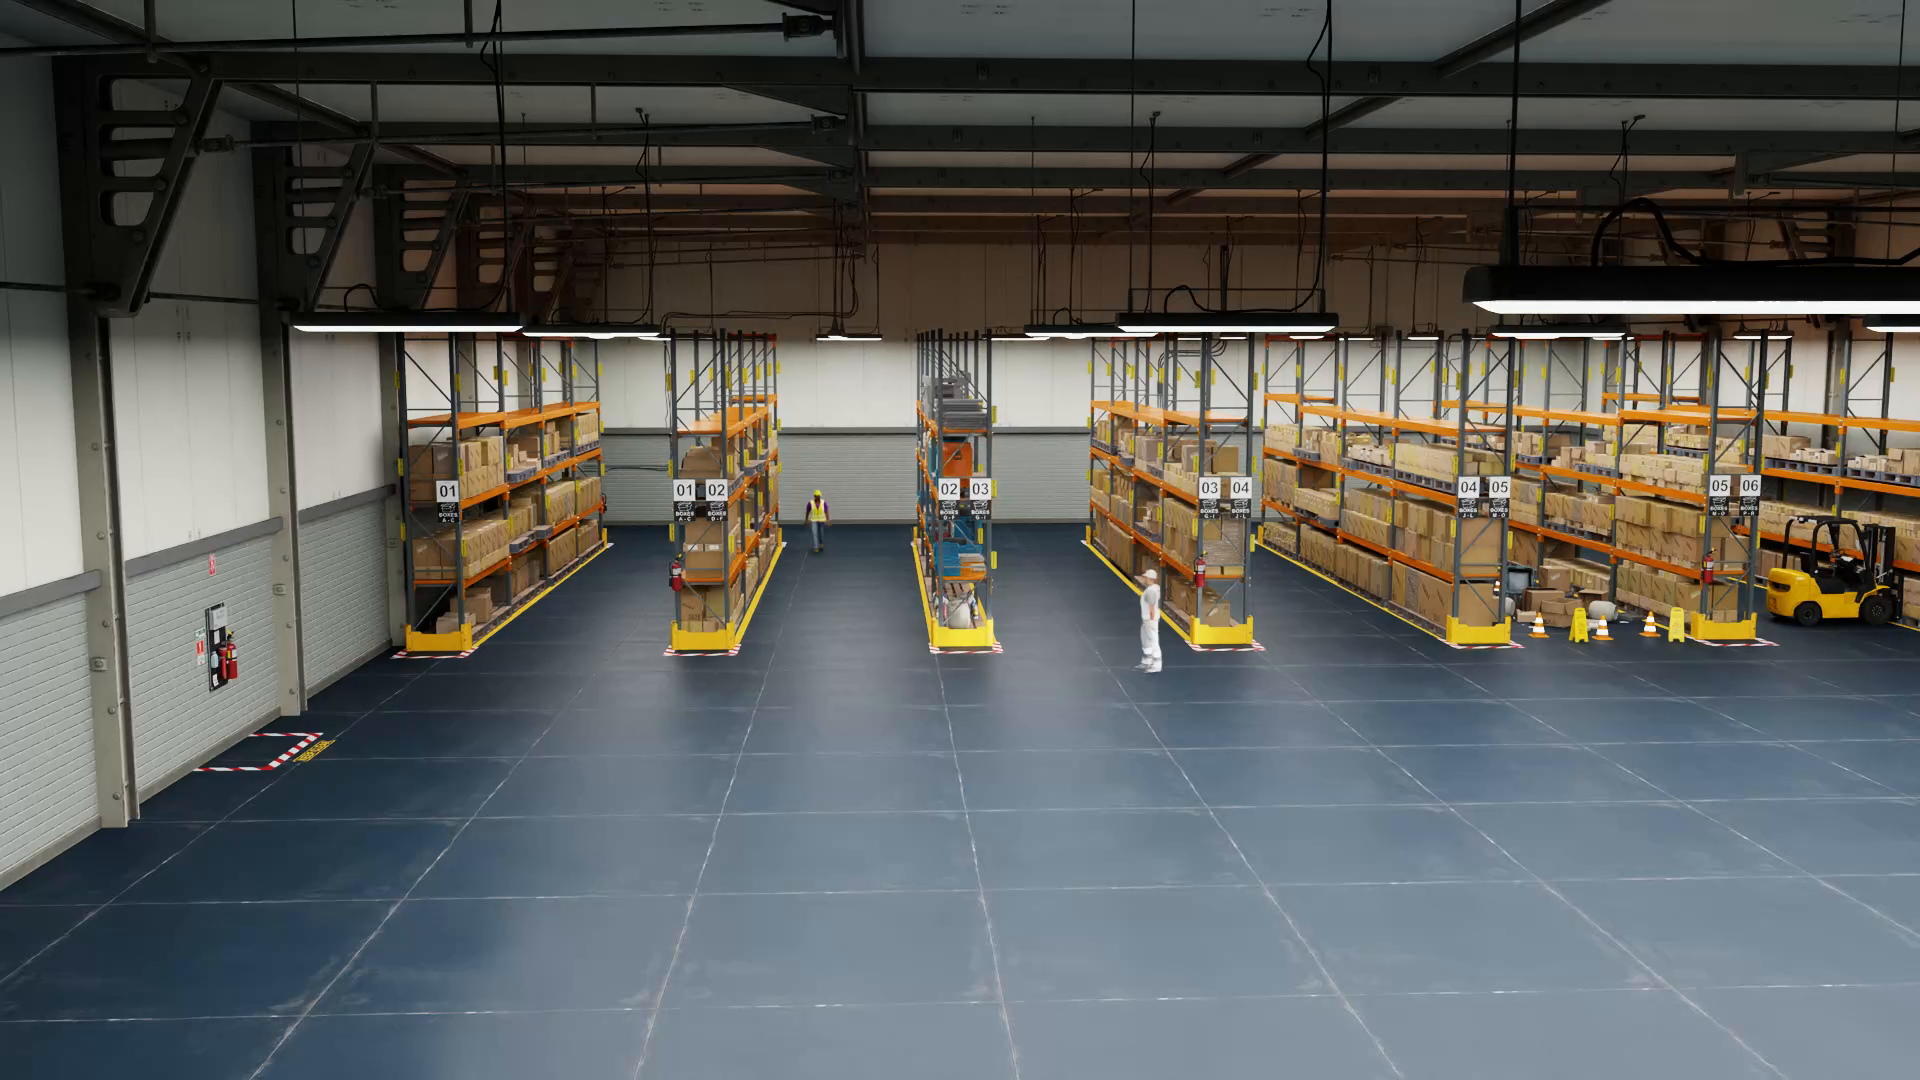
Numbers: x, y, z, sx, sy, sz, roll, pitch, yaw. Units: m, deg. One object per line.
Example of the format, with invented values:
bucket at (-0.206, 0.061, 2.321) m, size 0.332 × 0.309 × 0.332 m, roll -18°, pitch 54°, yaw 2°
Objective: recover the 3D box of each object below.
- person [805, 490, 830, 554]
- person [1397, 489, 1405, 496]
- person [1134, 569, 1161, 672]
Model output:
person at (-3.929, -0.512, 45.750) m, size 0.692 × 1.722 × 1.080 m, roll -1°, pitch 7°, yaw -6°
person at (12.947, -0.937, 49.188) m, size 1.094 × 1.737 × 0.626 m, roll -1°, pitch 7°, yaw -7°
person at (3.300, 1.400, 29.088) m, size 0.419 × 1.805 × 0.708 m, roll 0°, pitch 7°, yaw -2°
